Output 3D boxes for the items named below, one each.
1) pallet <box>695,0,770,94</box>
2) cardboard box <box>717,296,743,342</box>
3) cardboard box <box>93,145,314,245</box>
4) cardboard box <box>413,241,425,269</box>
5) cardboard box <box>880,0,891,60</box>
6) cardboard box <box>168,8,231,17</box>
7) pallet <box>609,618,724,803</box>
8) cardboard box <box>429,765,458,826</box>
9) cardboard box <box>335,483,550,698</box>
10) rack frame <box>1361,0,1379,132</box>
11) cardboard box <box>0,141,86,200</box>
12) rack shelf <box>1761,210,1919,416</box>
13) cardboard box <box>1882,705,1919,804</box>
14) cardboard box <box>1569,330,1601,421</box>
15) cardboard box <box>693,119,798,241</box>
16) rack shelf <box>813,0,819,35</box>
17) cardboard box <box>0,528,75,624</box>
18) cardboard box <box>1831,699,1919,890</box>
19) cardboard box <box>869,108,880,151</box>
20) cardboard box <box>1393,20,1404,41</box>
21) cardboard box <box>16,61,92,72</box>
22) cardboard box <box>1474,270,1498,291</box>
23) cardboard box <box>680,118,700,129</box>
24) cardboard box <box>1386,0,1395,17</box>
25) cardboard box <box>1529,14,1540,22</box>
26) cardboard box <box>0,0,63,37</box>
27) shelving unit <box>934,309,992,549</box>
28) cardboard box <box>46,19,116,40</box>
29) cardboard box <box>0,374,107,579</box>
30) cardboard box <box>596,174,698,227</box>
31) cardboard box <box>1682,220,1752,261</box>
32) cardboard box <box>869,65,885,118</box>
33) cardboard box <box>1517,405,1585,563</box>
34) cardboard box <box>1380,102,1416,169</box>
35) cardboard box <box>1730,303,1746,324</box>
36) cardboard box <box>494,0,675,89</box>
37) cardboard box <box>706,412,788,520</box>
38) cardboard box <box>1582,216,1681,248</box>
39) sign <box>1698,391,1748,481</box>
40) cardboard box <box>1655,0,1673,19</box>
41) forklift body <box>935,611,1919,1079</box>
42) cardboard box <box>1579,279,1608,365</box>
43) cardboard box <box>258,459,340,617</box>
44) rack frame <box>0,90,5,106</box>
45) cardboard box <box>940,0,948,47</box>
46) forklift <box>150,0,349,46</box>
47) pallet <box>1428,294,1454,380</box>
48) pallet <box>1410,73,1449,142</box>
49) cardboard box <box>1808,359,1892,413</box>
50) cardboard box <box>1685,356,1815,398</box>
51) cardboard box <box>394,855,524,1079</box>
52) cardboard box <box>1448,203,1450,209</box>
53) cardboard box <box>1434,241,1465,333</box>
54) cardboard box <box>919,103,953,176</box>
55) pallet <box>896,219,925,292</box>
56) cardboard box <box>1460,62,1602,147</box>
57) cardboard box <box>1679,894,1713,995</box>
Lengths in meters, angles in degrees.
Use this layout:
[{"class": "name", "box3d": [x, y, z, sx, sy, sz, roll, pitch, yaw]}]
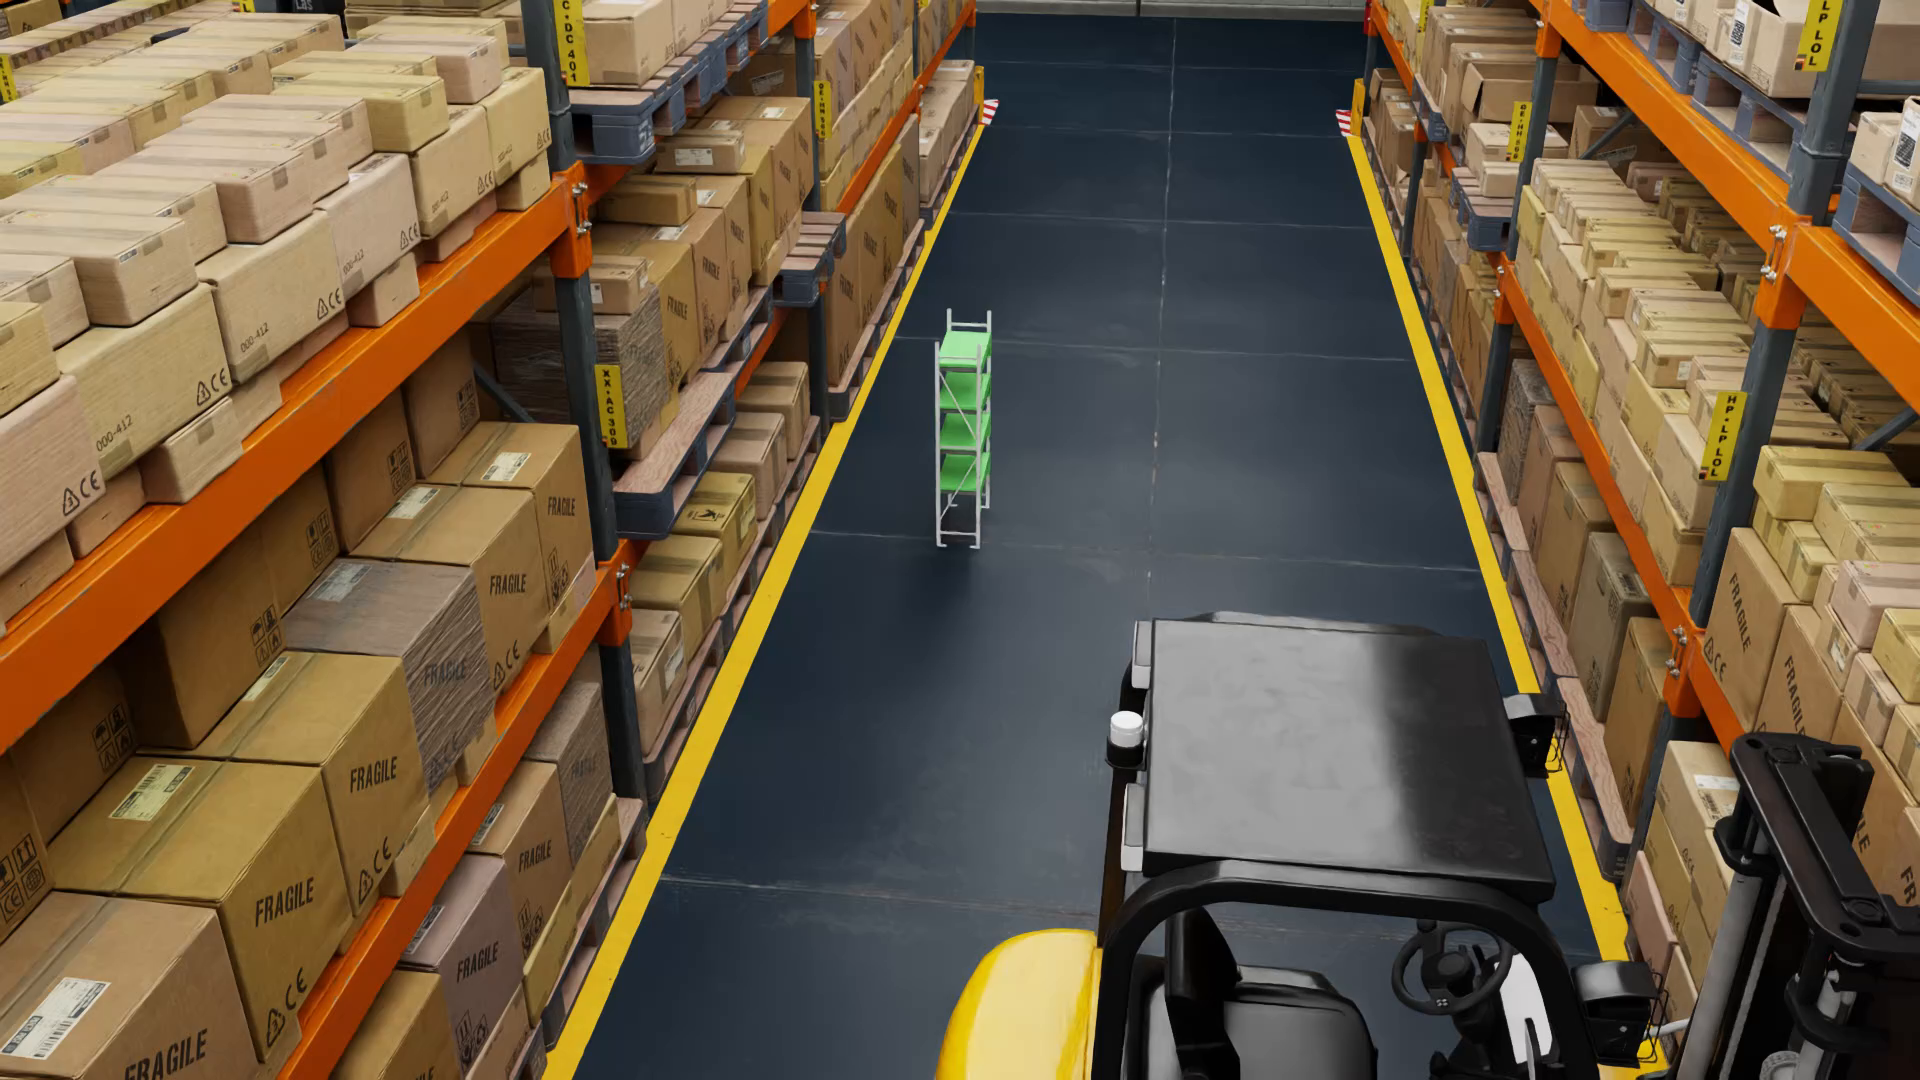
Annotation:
[{"class": "pallet", "box3d": [-1.512, -2.144, 7.102, 1.213, 0.211, 1.003, 3, 28, 6]}, {"class": "cardboard box", "box3d": [-1.249, -1.061, 7.879, 0.380, 0.149, 0.250, 4, 29, 8]}, {"class": "cardboard box", "box3d": [-1.735, -0.797, 3.828, 0.380, 0.149, 0.250, 4, 29, 7]}, {"class": "cardboard box", "box3d": [-1.757, -0.825, 4.720, 0.380, 0.149, 0.250, 2, 28, 4]}, {"class": "cardboard box", "box3d": [-0.781, -3.677, 11.752, 0.500, 0.500, 0.500, 4, 29, 8]}, {"class": "cardboard box", "box3d": [-5.716, -3.903, 12.527, 0.380, 0.149, 0.250, 3, 28, 6]}, {"class": "pallet", "box3d": [-1.724, 0.728, 7.676, 1.003, 0.211, 1.213, 3, 28, 6]}, {"class": "cardboard box", "box3d": [-1.737, 0.744, 4.972, 0.380, 0.149, 0.250, 3, 28, 5]}, {"class": "cardboard box", "box3d": [-1.681, 0.158, 5.374, 0.500, 0.500, 0.500, 4, 29, 8]}, {"class": "rack frame", "box3d": [4.579, -5.495, 16.287, 1.000, 3.000, 0.127, 3, 28, 6]}, {"class": "cardboard box", "box3d": [-2.289, -0.828, 3.886, 0.380, 0.149, 0.250, 4, 29, 7]}, {"class": "rack shelf", "box3d": [2.864, 0.091, 3.514, 1.077, 0.370, 4.000, 3, 28, 6]}, {"class": "cardboard box", "box3d": [2.624, 0.560, 4.259, 0.380, 0.149, 0.250, 2, 28, 5]}, {"class": "cardboard box", "box3d": [3.114, -0.745, 7.629, 0.500, 0.250, 0.500, 4, 29, 8]}, {"class": "cardboard box", "box3d": [-1.160, -1.902, 8.755, 0.500, 0.500, 0.500, 3, 28, 5]}, {"class": "rack shelf", "box3d": [-1.082, -3.961, 11.036, 1.077, 0.370, 4.000, 3, 28, 6]}, {"class": "cardboard box", "box3d": [-1.929, 0.033, 3.128, 0.380, 0.149, 0.250, 3, 28, 6]}, {"class": "cardboard box", "box3d": [2.687, 0.788, 4.519, 0.500, 0.500, 0.500, 3, 28, 6]}, {"class": "cardboard box", "box3d": [-0.845, -2.887, 11.605, 0.500, 0.250, 0.500, 3, 28, 6]}, {"class": "cardboard box", "box3d": [4.048, -4.517, 14.736, 0.380, 0.149, 0.250, 4, 29, 7]}, {"class": "cardboard box", "box3d": [-5.939, -3.040, 10.926, 0.380, 0.149, 0.250, 3, 28, 6]}, {"class": "cardboard box", "box3d": [3.487, -1.598, 10.562, 0.380, 0.149, 0.250, 2, 28, 5]}, {"class": "cardboard box", "box3d": [-1.669, -1.932, 8.811, 0.500, 0.500, 0.500, 5, 29, 9]}, {"class": "cardboard box", "box3d": [4.136, -4.886, 15.001, 0.500, 0.250, 0.500, 3, 28, 5]}, {"class": "cardboard box", "box3d": [4.473, -4.131, 13.600, 0.500, 0.250, 0.500, 3, 28, 6]}, {"class": "cardboard box", "box3d": [-10.182, -5.301, 17.725, 0.875, 0.875, 0.875, 3, 28, 6]}, {"class": "shelving unit", "box3d": [0.020, -0.606, 9.110, 0.258, 1.200, 0.503, 3, 28, 6]}, {"class": "cardboard box", "box3d": [-6.425, -3.708, 12.164, 0.380, 0.149, 0.250, 4, 29, 8]}, {"class": "cardboard box", "box3d": [-1.910, -0.093, 2.942, 0.500, 0.250, 0.500, 3, 28, 5]}, {"class": "cardboard box", "box3d": [-1.378, -1.497, 7.320, 0.380, 0.149, 0.250, 5, 29, 9]}, {"class": "cardboard box", "box3d": [3.677, -1.408, 7.911, 0.380, 0.149, 0.250, 3, 28, 6]}, {"class": "cardboard box", "box3d": [-0.807, -3.109, 11.490, 0.500, 0.250, 0.500, 4, 29, 7]}, {"class": "cardboard box", "box3d": [3.437, -0.268, 8.645, 0.875, 0.625, 0.625, 4, 29, 8]}, {"class": "cardboard box", "box3d": [4.103, -3.654, 15.062, 0.500, 0.500, 0.500, 4, 29, 7]}, {"class": "cardboard box", "box3d": [3.626, -0.943, 7.469, 0.500, 0.250, 0.500, 3, 28, 5]}, {"class": "cardboard box", "box3d": [-1.348, -1.824, 6.026, 0.500, 0.250, 0.500, 3, 28, 5]}, {"class": "cardboard box", "box3d": [-1.489, -0.431, 9.215, 0.950, 0.372, 0.625, 3, 28, 5]}, {"class": "cardboard box", "box3d": [3.210, -1.434, 7.960, 0.380, 0.149, 0.250, 4, 29, 7]}, {"class": "sign", "box3d": [2.569, -0.348, 5.596, 0.100, 0.325, 0.005, 3, 28, 6]}, {"class": "cardboard box", "box3d": [3.037, -2.183, 6.694, 0.380, 0.149, 0.250, 3, 28, 6]}, {"class": "forklift body", "box3d": [1.041, 1.412, 4.362, 2.313, 2.155, 1.214, 3, 28, 6]}, {"class": "cardboard box", "box3d": [3.120, -0.966, 7.511, 0.500, 0.250, 0.500, 4, 29, 7]}, {"class": "cardboard box", "box3d": [-2.259, -0.080, 4.762, 0.700, 0.500, 0.500, 3, 28, 5]}, {"class": "rack frame", "box3d": [-6.253, -2.256, 10.275, 1.000, 3.000, 0.127, 3, 28, 6]}, {"class": "cardboard box", "box3d": [-0.387, -4.619, 14.555, 0.500, 0.500, 0.500, 4, 29, 7]}, {"class": "forklift", "box3d": [-3.830, -2.004, 9.880, 3.031, 2.935, 1.130, 11, 30, 19]}, {"class": "pallet", "box3d": [3.880, -1.423, 11.670, 1.003, 0.211, 1.213, 3, 28, 6]}, {"class": "pallet", "box3d": [3.883, -3.158, 12.151, 1.003, 0.211, 1.213, 3, 28, 6]}, {"class": "cardboard box", "box3d": [3.481, -0.570, 6.355, 0.380, 0.149, 0.250, 3, 28, 6]}, {"class": "cardboard box", "box3d": [3.027, -0.584, 6.382, 0.380, 0.149, 0.250, 3, 28, 6]}, {"class": "cardboard box", "box3d": [-1.746, 1.336, 5.273, 0.500, 0.500, 0.500, 5, 29, 9]}, {"class": "cardboard box", "box3d": [3.784, -2.442, 12.130, 0.380, 0.149, 0.250, 3, 28, 5]}, {"class": "cardboard box", "box3d": [3.616, -1.752, 11.532, 0.500, 0.500, 0.500, 2, 28, 4]}, {"class": "cardboard box", "box3d": [-0.545, -3.666, 15.151, 0.875, 0.438, 0.875, 3, 28, 5]}, {"class": "pallet", "box3d": [-0.857, -2.304, 13.303, 1.003, 0.211, 1.213, 3, 28, 6]}, {"class": "cardboard box", "box3d": [3.616, -2.739, 10.619, 0.797, 0.503, 0.637, 3, 28, 5]}, {"class": "cardboard box", "box3d": [2.684, 1.406, 5.406, 0.500, 0.250, 0.500, 3, 28, 6]}]
